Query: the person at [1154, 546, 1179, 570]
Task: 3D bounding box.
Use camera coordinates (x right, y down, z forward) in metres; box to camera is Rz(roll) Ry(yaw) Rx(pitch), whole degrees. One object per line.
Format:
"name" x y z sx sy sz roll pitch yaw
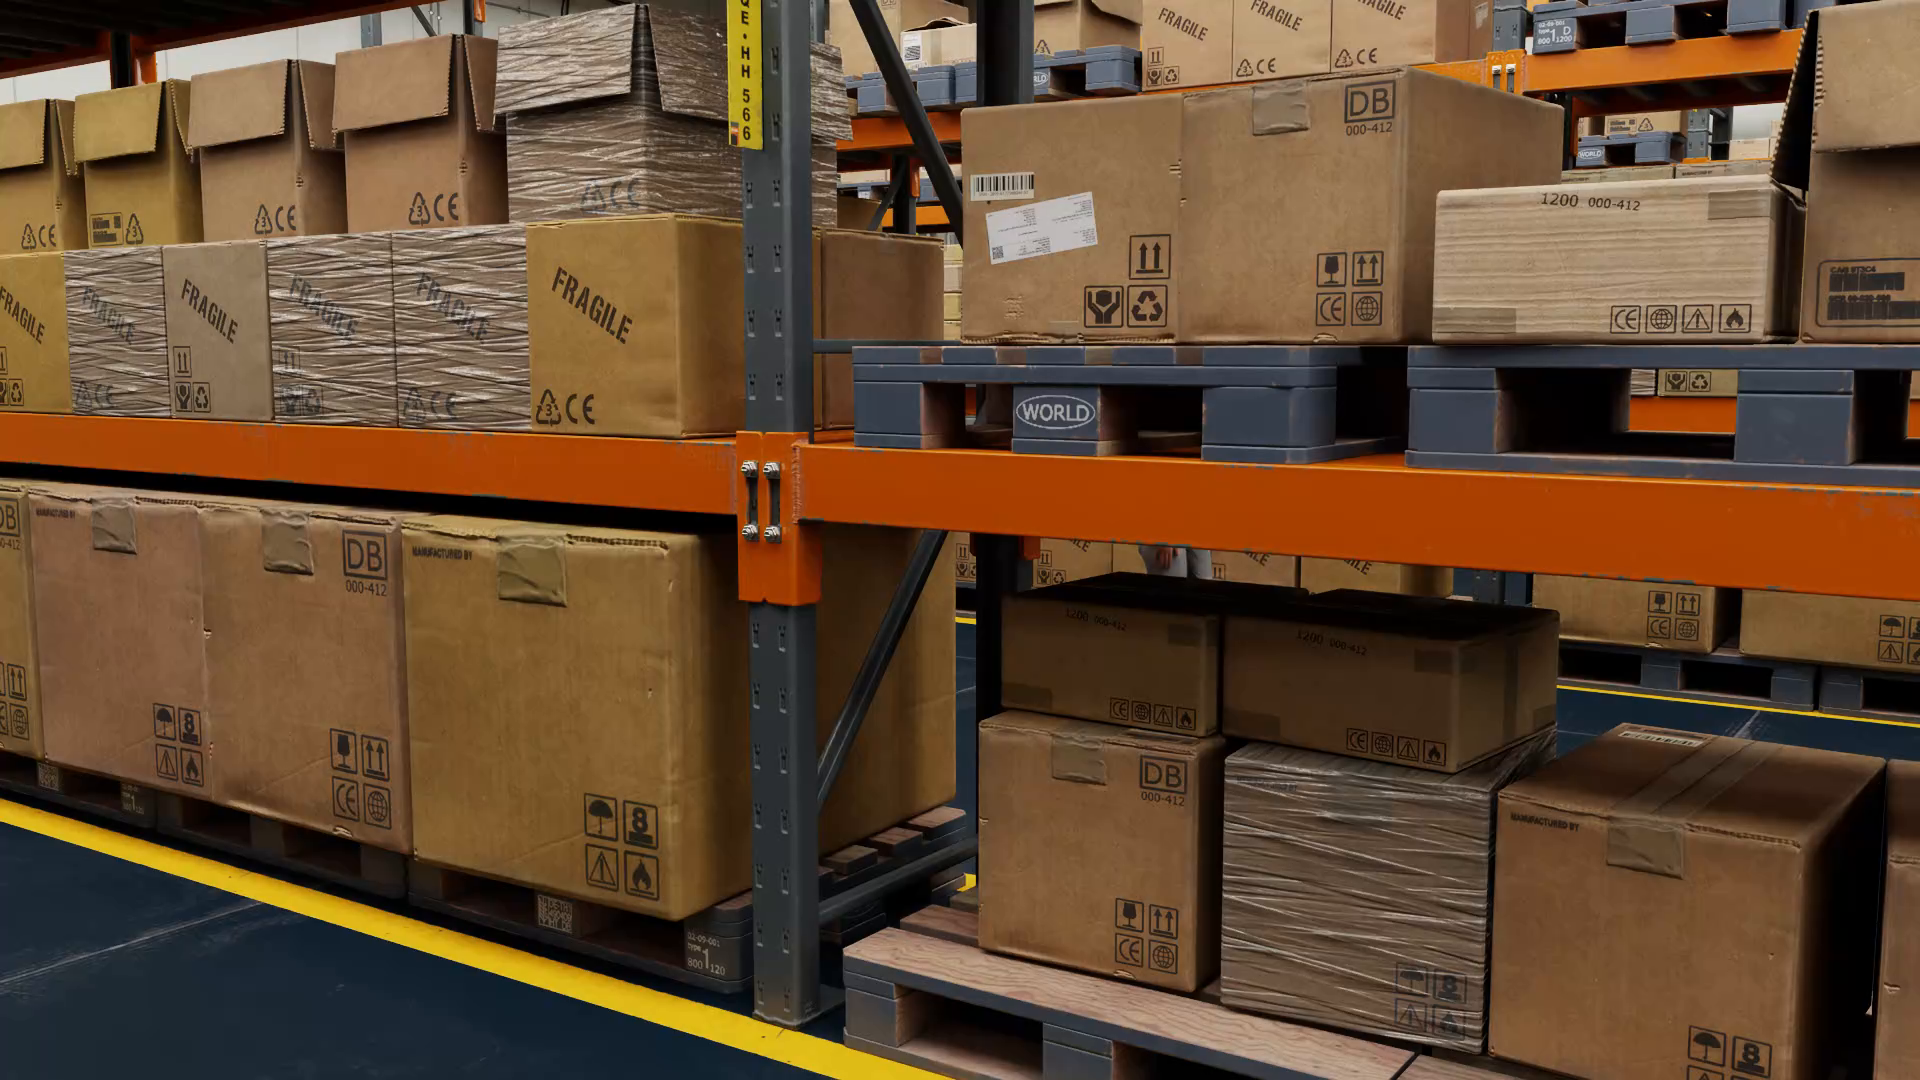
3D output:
"person" 0.833 -0.016 6.341 0.346 1.592 0.465 4 8 30
